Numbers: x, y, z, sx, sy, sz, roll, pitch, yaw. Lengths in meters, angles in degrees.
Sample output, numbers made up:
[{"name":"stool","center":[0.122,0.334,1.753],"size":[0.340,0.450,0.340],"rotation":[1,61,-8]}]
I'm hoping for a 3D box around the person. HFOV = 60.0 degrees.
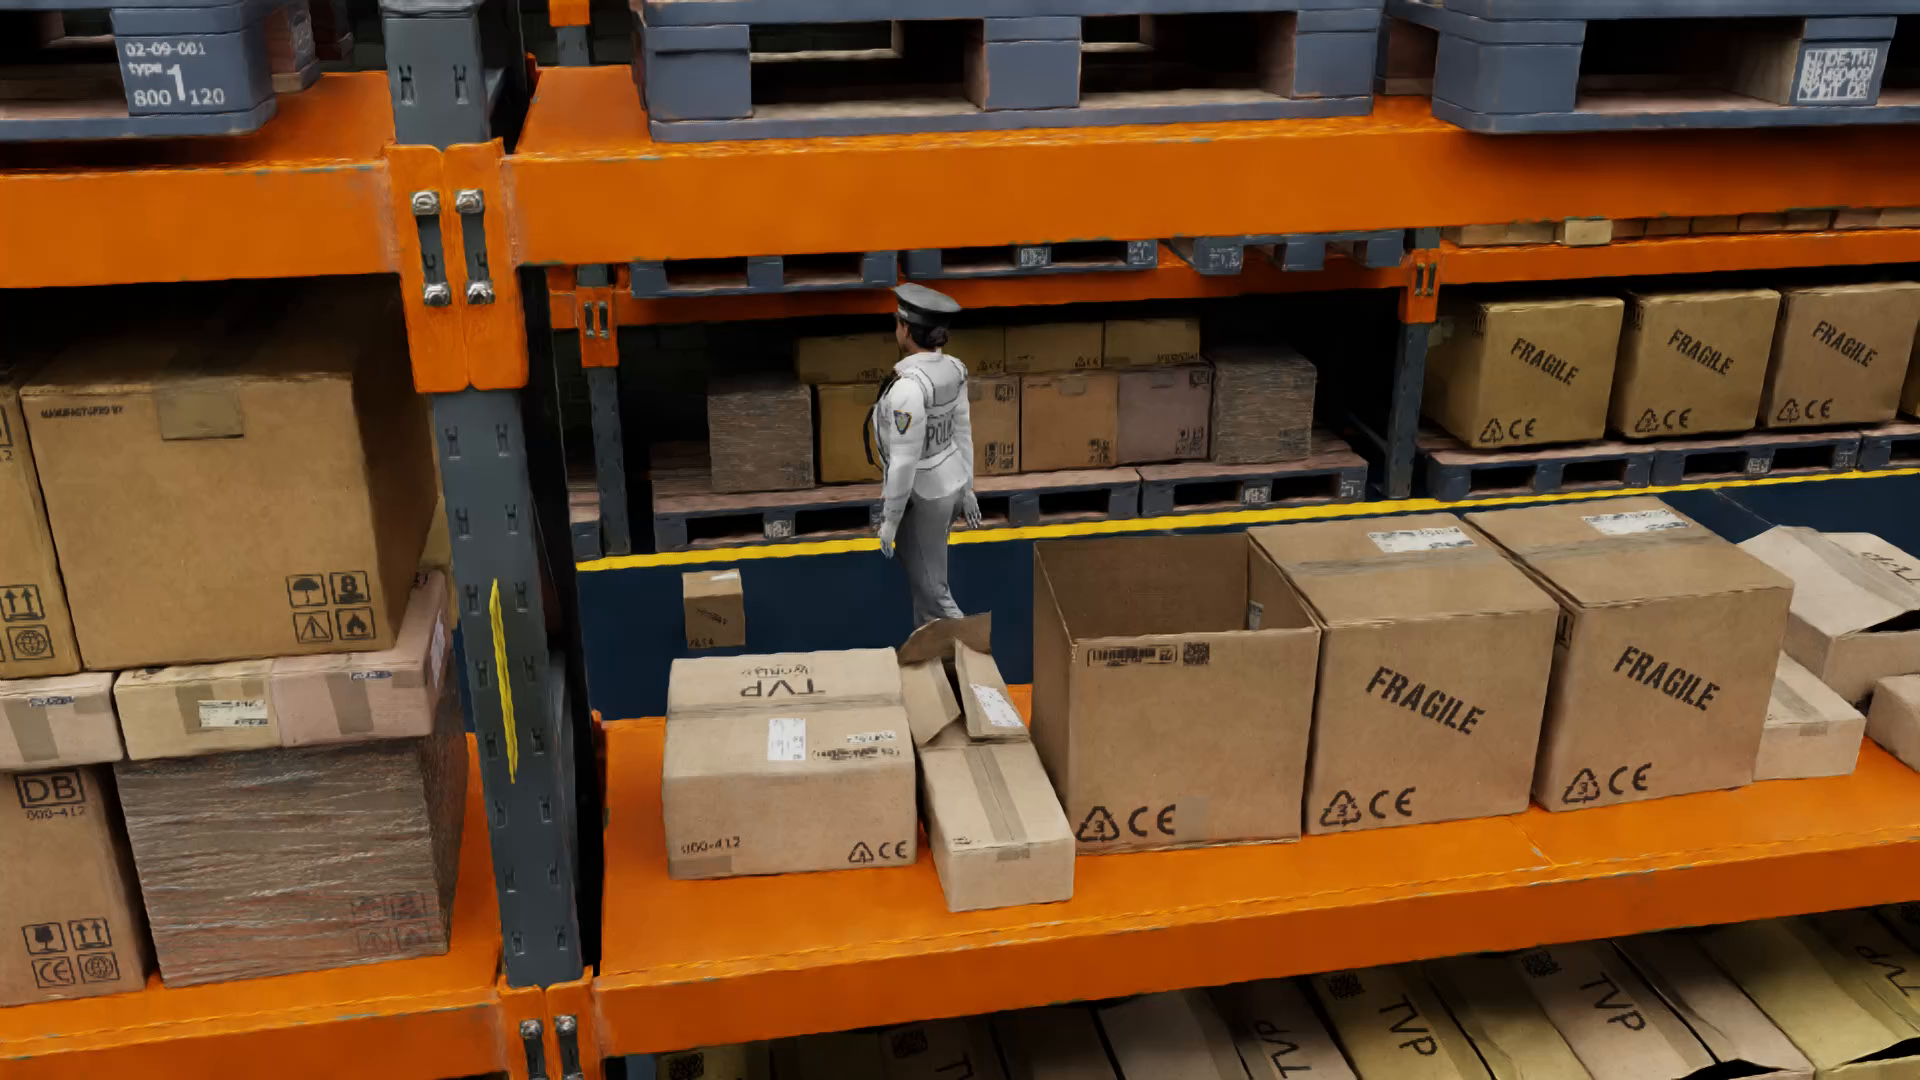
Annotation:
[{"name":"person","center":[-0.104,-0.120,6.353],"size":[0.581,1.669,0.556],"rotation":[9,25,20]}]
